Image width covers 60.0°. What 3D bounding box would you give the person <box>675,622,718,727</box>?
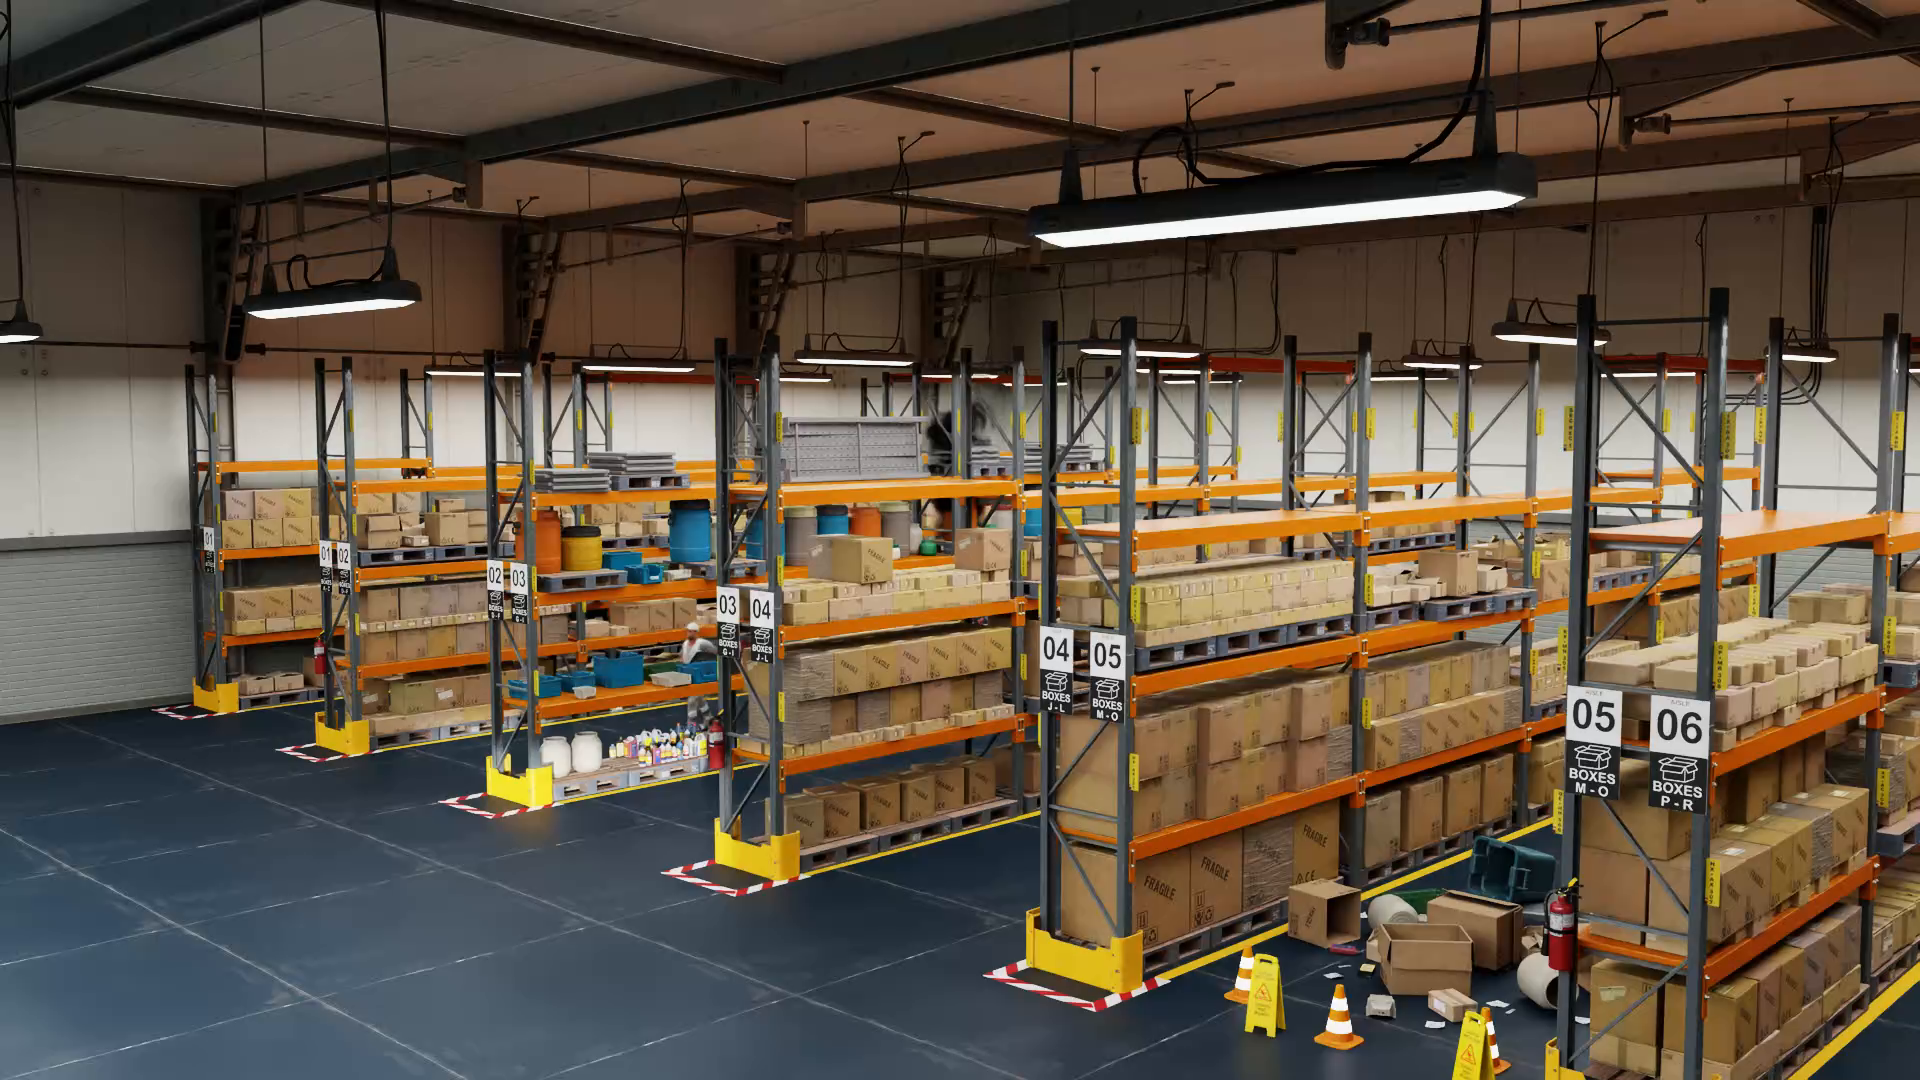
[{"bbox_3d":[-4.236,2.228,26.753,0.608,1.833,0.855,4,6,39],"label":"person"}]

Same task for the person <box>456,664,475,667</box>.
[{"bbox_3d":[-8.701,2.154,29.110,0.615,1.606,0.644,3,5,34],"label":"person"}]
